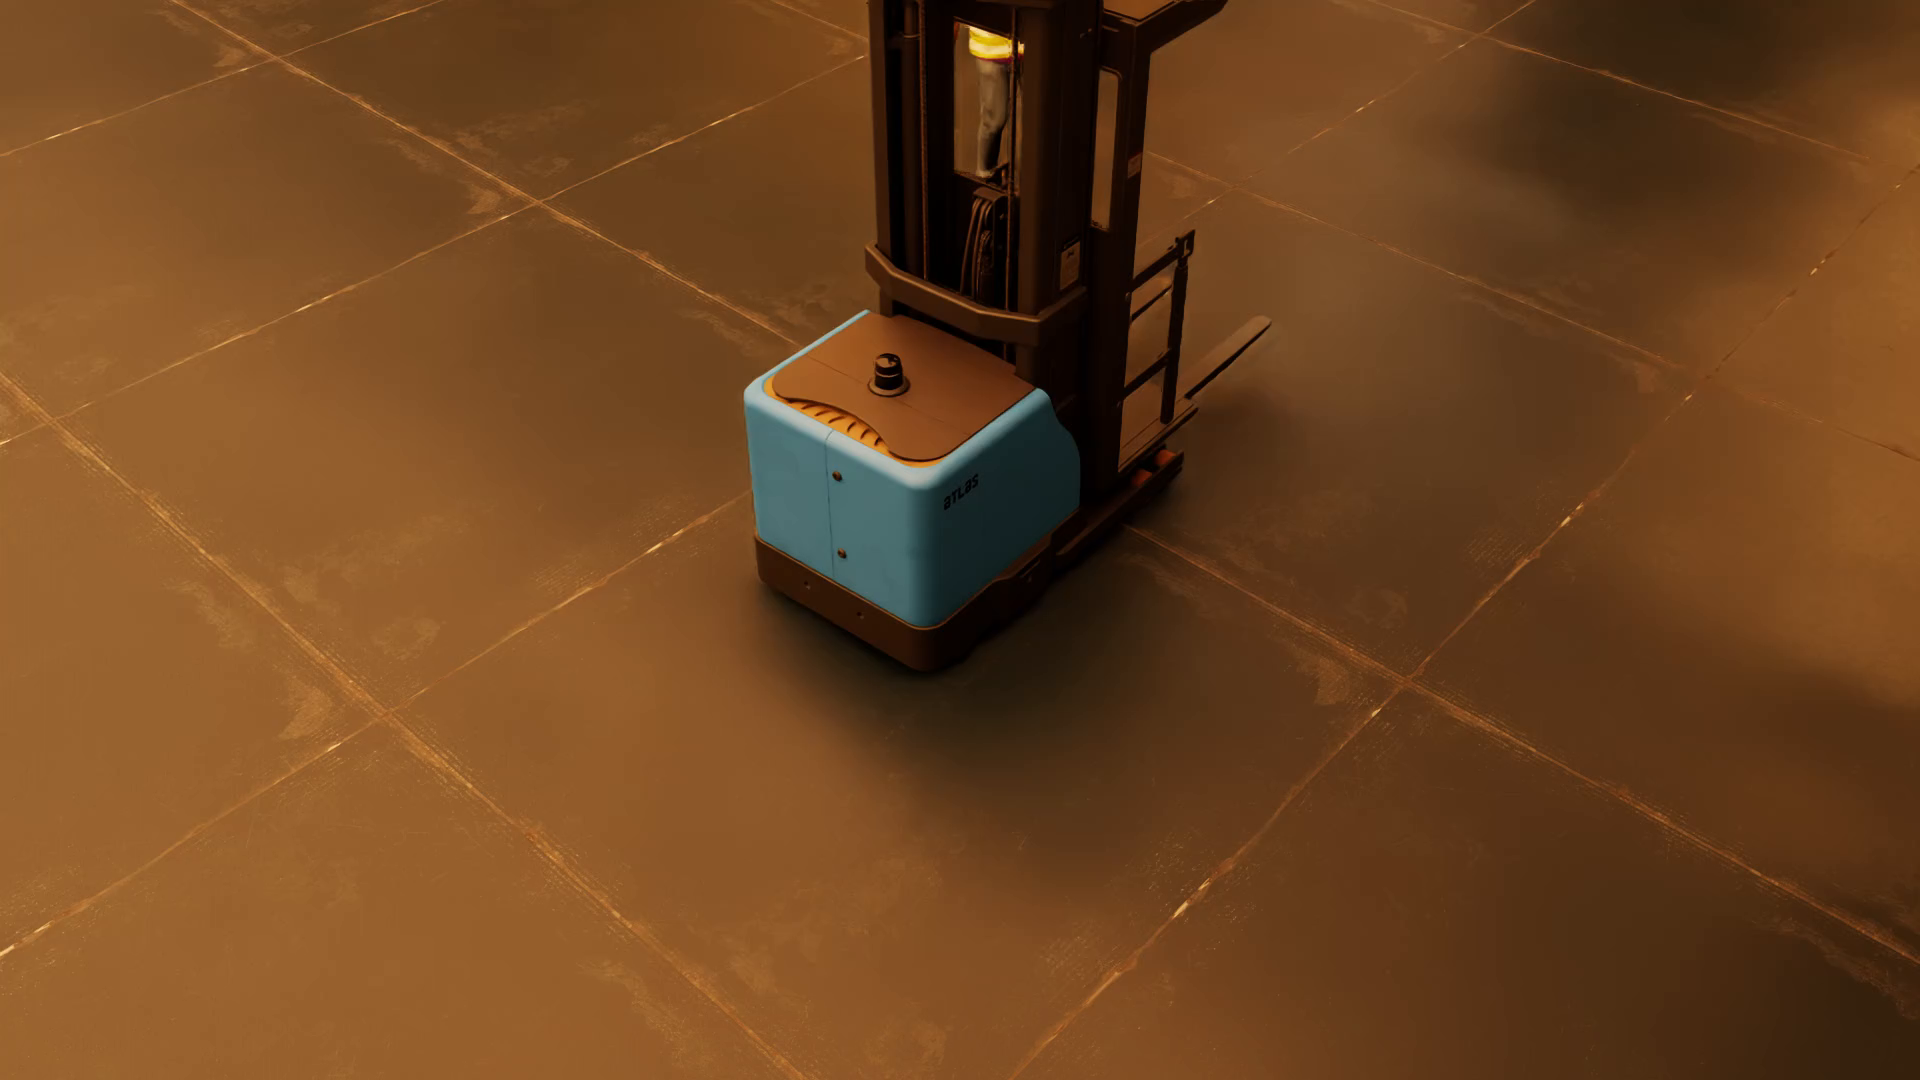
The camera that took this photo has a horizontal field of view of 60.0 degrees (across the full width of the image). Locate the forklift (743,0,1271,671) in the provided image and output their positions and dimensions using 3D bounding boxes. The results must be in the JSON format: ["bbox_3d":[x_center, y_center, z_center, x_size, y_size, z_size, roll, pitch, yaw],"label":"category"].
[{"bbox_3d":[0.415,-1.464,7.135,1.130,2.935,3.031,28,48,28],"label":"forklift"}]

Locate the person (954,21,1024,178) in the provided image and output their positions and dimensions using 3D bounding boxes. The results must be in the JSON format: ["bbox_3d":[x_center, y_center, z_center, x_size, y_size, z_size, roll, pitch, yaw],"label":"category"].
[{"bbox_3d":[0.304,-2.820,9.633,0.831,1.738,0.424,-15,43,-17],"label":"person"}]
